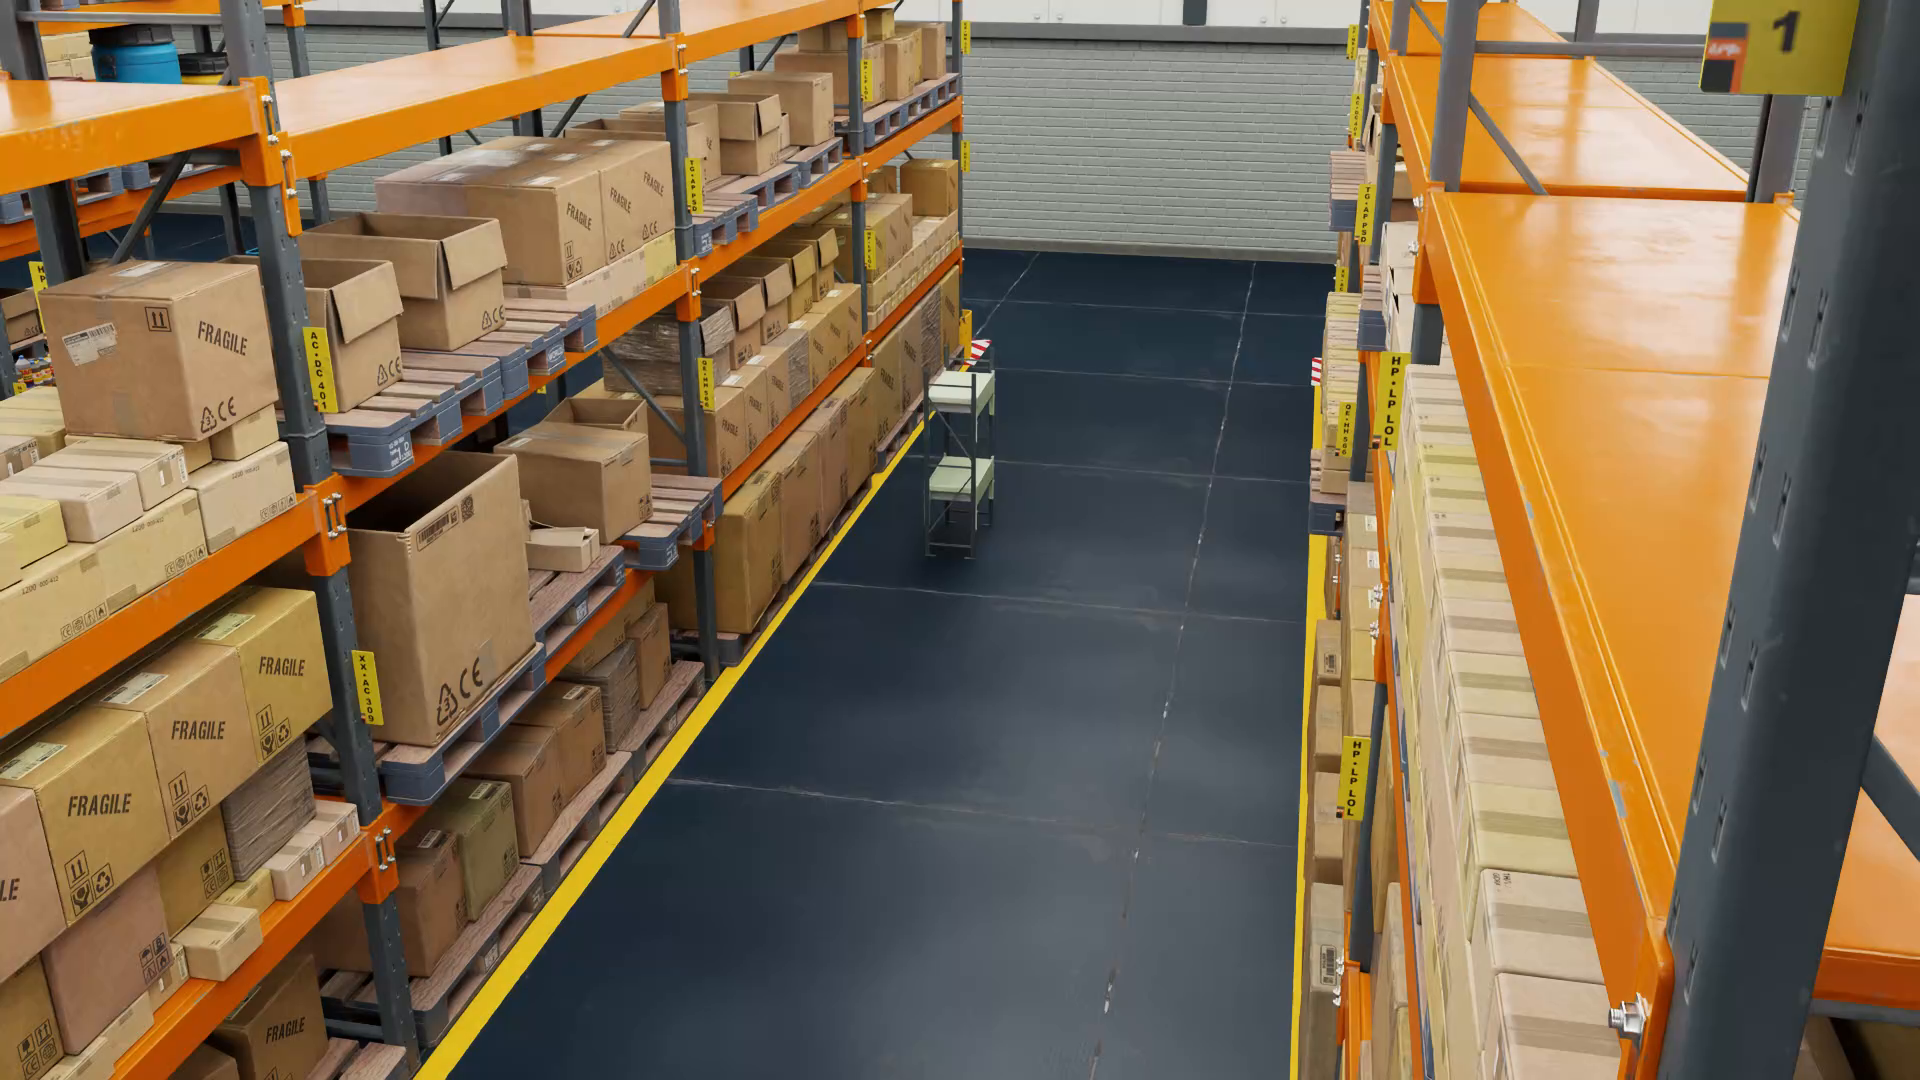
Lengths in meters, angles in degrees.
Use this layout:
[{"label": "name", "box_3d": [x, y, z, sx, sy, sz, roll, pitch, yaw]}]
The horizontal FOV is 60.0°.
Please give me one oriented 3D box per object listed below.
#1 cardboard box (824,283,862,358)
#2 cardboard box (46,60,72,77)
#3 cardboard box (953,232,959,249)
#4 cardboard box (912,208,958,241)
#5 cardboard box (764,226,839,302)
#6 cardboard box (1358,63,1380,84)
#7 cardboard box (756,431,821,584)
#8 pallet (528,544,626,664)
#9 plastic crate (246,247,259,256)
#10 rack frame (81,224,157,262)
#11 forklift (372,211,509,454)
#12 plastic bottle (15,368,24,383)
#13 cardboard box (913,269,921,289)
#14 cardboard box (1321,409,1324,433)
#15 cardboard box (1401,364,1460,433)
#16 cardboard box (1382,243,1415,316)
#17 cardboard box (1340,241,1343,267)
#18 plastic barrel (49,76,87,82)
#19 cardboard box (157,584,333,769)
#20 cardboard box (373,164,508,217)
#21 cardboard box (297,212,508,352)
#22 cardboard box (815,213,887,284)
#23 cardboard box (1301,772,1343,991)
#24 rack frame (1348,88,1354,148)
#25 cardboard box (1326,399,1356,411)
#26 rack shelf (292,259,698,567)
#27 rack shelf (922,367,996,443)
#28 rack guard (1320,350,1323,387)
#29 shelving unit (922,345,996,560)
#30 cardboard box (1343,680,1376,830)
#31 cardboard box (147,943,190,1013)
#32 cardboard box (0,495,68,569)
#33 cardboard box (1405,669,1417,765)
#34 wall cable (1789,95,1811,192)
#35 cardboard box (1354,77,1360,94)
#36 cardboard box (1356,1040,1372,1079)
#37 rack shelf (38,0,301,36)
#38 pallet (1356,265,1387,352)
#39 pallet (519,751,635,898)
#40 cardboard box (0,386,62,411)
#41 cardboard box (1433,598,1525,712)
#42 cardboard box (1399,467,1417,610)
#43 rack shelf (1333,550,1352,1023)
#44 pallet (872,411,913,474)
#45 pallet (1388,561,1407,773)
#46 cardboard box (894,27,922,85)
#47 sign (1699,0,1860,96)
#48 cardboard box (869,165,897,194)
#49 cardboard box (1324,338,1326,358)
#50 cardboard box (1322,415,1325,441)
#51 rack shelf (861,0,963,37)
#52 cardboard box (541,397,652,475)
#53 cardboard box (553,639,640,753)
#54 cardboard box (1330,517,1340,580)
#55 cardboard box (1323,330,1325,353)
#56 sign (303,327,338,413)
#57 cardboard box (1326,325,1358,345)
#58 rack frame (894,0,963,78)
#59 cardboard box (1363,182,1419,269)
[{"label": "cardboard box", "box_3d": [-1.118, -1.821, 13.726, 0.500, 0.500, 0.500, 5, 22, 11]}, {"label": "cardboard box", "box_3d": [-10.130, -5.118, 18.231, 0.500, 0.250, 0.500, 4, 22, 11]}, {"label": "cardboard box", "box_3d": [-0.224, -3.158, 17.515, 0.380, 0.149, 0.250, 5, 22, 12]}, {"label": "cardboard box", "box_3d": [-0.313, -3.300, 17.336, 0.500, 0.250, 0.500, 4, 22, 10]}, {"label": "cardboard box", "box_3d": [-1.412, -2.244, 13.434, 0.797, 0.503, 0.637, 4, 22, 10]}, {"label": "cardboard box", "box_3d": [3.612, -3.995, 14.240, 0.380, 0.149, 0.250, 4, 22, 10]}, {"label": "cardboard box", "box_3d": [-1.755, -0.289, 12.338, 1.225, 0.875, 0.875, 5, 22, 11]}, {"label": "pallet", "box_3d": [-2.470, 0.312, 8.820, 1.003, 0.211, 1.213, 4, 22, 11]}, {"label": "plastic crate", "box_3d": [-6.377, -2.561, 15.639, 0.392, 0.384, 0.575, 4, 22, 11]}, {"label": "rack frame", "box_3d": [-10.171, -4.186, 19.732, 1.000, 3.000, 0.127, 4, 22, 11]}, {"label": "forklift", "box_3d": [-3.770, -0.576, 10.860, 1.130, 2.935, 3.031, 15, 26, 33]}, {"label": "plastic bottle", "box_3d": [-7.142, -1.202, 12.588, 0.097, 0.201, 0.097, 0, 22, 0]}, {"label": "cardboard box", "box_3d": [-0.587, -2.503, 15.890, 0.380, 0.149, 0.250, 4, 22, 9]}, {"label": "cardboard box", "box_3d": [2.592, -0.757, 10.991, 0.380, 0.149, 0.250, 3, 22, 9]}, {"label": "cardboard box", "box_3d": [1.506, -0.404, 4.900, 0.380, 0.149, 0.250, 5, 22, 11]}, {"label": "cardboard box", "box_3d": [2.264, -1.220, 7.858, 0.500, 0.250, 0.500, 5, 22, 12]}, {"label": "cardboard box", "box_3d": [3.577, -2.306, 14.532, 0.500, 0.500, 0.500, 4, 22, 11]}, {"label": "plastic barrel", "box_3d": [-6.740, -3.190, 12.501, 0.433, 0.535, 0.433, 0, 22, 0]}, {"label": "cardboard box", "box_3d": [-2.745, 0.497, 6.235, 0.500, 0.500, 0.500, 4, 22, 11]}, {"label": "cardboard box", "box_3d": [-2.656, -1.651, 8.621, 0.500, 0.500, 0.500, 4, 22, 9]}, {"label": "cardboard box", "box_3d": [-2.538, -1.184, 7.562, 0.797, 0.503, 0.637, 5, 23, 13]}, {"label": "cardboard box", "box_3d": [-0.942, -2.538, 14.440, 0.500, 0.500, 0.500, 4, 22, 11]}, {"label": "cardboard box", "box_3d": [2.152, 1.637, 7.724, 1.050, 0.750, 0.750, 4, 22, 11]}, {"label": "rack frame", "box_3d": [4.361, -3.014, 16.823, 1.000, 3.000, 0.127, 4, 22, 11]}, {"label": "cardboard box", "box_3d": [2.434, -0.749, 10.175, 0.380, 0.149, 0.250, 4, 22, 10]}, {"label": "rack shelf", "box_3d": [-2.514, -0.830, 8.347, 1.077, 0.370, 4.000, 4, 22, 11]}, {"label": "rack shelf", "box_3d": [-0.001, -1.055, 12.922, 0.431, 0.370, 0.720, 4, 22, 11]}, {"label": "rack guard", "box_3d": [4.346, -1.827, 17.221, 1.175, 0.500, 0.348, 4, 22, 11]}, {"label": "shelving unit", "box_3d": [-0.001, -0.693, 13.067, 0.431, 1.500, 0.755, 4, 22, 11]}, {"label": "cardboard box", "box_3d": [1.861, 0.932, 6.891, 0.500, 0.500, 0.500, 4, 22, 10]}, {"label": "cardboard box", "box_3d": [-2.970, 1.536, 5.862, 0.380, 0.149, 0.250, 4, 22, 11]}, {"label": "cardboard box", "box_3d": [-2.972, -0.026, 5.055, 0.380, 0.149, 0.250, 5, 23, 13]}, {"label": "cardboard box", "box_3d": [1.248, 0.431, 3.892, 0.380, 0.149, 0.250, 4, 22, 11]}, {"label": "wall cable", "box_3d": [10.356, -5.224, 20.907, 0.585, 1.953, 0.123, 4, 22, 11]}, {"label": "cardboard box", "box_3d": [3.695, -3.867, 14.457, 0.500, 0.250, 0.500, 4, 22, 9]}, {"label": "cardboard box", "box_3d": [1.534, 1.832, 4.589, 0.875, 0.550, 0.550, 4, 22, 11]}, {"label": "rack shelf", "box_3d": [-6.547, -3.876, 12.431, 1.077, 0.370, 4.000, 4, 22, 11]}, {"label": "pallet", "box_3d": [2.650, -1.153, 8.439, 1.213, 0.211, 1.003, 6, 23, 13]}, {"label": "pallet", "box_3d": [-2.518, 1.520, 9.296, 1.003, 0.211, 1.213, 4, 22, 11]}, {"label": "cardboard box", "box_3d": [-3.290, -0.452, 6.113, 0.380, 0.149, 0.250, 4, 22, 9]}, {"label": "cardboard box", "box_3d": [1.144, 0.244, 3.289, 0.380, 0.149, 0.250, 5, 22, 11]}, {"label": "cardboard box", "box_3d": [1.438, 0.015, 4.392, 0.500, 0.250, 0.500, 4, 22, 10]}, {"label": "rack shelf", "box_3d": [2.321, 0.977, 7.877, 1.077, 0.370, 4.000, 4, 22, 11]}, {"label": "pallet", "box_3d": [-1.058, -0.945, 15.418, 1.003, 0.211, 1.213, 4, 22, 11]}, {"label": "pallet", "box_3d": [1.736, 0.322, 4.641, 1.003, 0.211, 1.213, 4, 22, 11]}, {"label": "cardboard box", "box_3d": [-0.760, -4.718, 16.207, 0.700, 0.500, 0.500, 4, 22, 9]}, {"label": "sign", "box_3d": [0.568, -0.462, 1.099, 0.100, 0.325, 0.005, 4, 22, 11]}, {"label": "cardboard box", "box_3d": [-0.938, -3.508, 16.847, 0.500, 0.500, 0.500, 4, 22, 10]}, {"label": "cardboard box", "box_3d": [2.859, -1.374, 12.127, 0.380, 0.149, 0.250, 4, 22, 9]}, {"label": "cardboard box", "box_3d": [2.488, -0.714, 10.488, 0.380, 0.149, 0.250, 5, 22, 12]}, {"label": "rack shelf", "box_3d": [-0.882, -4.962, 15.126, 1.077, 0.370, 4.000, 4, 22, 11]}, {"label": "cardboard box", "box_3d": [-2.177, -0.544, 9.994, 0.500, 0.500, 0.500, 2, 22, 4]}, {"label": "cardboard box", "box_3d": [-2.324, 0.902, 9.855, 0.700, 0.500, 0.500, 3, 22, 6]}, {"label": "cardboard box", "box_3d": [2.704, 0.073, 10.938, 0.500, 0.250, 0.500, 5, 22, 12]}, {"label": "cardboard box", "box_3d": [3.015, -1.521, 12.889, 0.380, 0.149, 0.250, 3, 22, 8]}, {"label": "sign", "box_3d": [-2.389, -0.633, 6.204, 0.100, 0.325, 0.005, 4, 22, 11]}, {"label": "cardboard box", "box_3d": [2.804, -1.416, 11.832, 0.380, 0.149, 0.250, 4, 22, 10]}, {"label": "rack frame", "box_3d": [-0.474, -6.212, 16.733, 1.000, 3.000, 0.127, 4, 22, 11]}, {"label": "cardboard box", "box_3d": [2.597, -1.755, 9.546, 0.500, 0.500, 0.500, 4, 22, 11]}]
